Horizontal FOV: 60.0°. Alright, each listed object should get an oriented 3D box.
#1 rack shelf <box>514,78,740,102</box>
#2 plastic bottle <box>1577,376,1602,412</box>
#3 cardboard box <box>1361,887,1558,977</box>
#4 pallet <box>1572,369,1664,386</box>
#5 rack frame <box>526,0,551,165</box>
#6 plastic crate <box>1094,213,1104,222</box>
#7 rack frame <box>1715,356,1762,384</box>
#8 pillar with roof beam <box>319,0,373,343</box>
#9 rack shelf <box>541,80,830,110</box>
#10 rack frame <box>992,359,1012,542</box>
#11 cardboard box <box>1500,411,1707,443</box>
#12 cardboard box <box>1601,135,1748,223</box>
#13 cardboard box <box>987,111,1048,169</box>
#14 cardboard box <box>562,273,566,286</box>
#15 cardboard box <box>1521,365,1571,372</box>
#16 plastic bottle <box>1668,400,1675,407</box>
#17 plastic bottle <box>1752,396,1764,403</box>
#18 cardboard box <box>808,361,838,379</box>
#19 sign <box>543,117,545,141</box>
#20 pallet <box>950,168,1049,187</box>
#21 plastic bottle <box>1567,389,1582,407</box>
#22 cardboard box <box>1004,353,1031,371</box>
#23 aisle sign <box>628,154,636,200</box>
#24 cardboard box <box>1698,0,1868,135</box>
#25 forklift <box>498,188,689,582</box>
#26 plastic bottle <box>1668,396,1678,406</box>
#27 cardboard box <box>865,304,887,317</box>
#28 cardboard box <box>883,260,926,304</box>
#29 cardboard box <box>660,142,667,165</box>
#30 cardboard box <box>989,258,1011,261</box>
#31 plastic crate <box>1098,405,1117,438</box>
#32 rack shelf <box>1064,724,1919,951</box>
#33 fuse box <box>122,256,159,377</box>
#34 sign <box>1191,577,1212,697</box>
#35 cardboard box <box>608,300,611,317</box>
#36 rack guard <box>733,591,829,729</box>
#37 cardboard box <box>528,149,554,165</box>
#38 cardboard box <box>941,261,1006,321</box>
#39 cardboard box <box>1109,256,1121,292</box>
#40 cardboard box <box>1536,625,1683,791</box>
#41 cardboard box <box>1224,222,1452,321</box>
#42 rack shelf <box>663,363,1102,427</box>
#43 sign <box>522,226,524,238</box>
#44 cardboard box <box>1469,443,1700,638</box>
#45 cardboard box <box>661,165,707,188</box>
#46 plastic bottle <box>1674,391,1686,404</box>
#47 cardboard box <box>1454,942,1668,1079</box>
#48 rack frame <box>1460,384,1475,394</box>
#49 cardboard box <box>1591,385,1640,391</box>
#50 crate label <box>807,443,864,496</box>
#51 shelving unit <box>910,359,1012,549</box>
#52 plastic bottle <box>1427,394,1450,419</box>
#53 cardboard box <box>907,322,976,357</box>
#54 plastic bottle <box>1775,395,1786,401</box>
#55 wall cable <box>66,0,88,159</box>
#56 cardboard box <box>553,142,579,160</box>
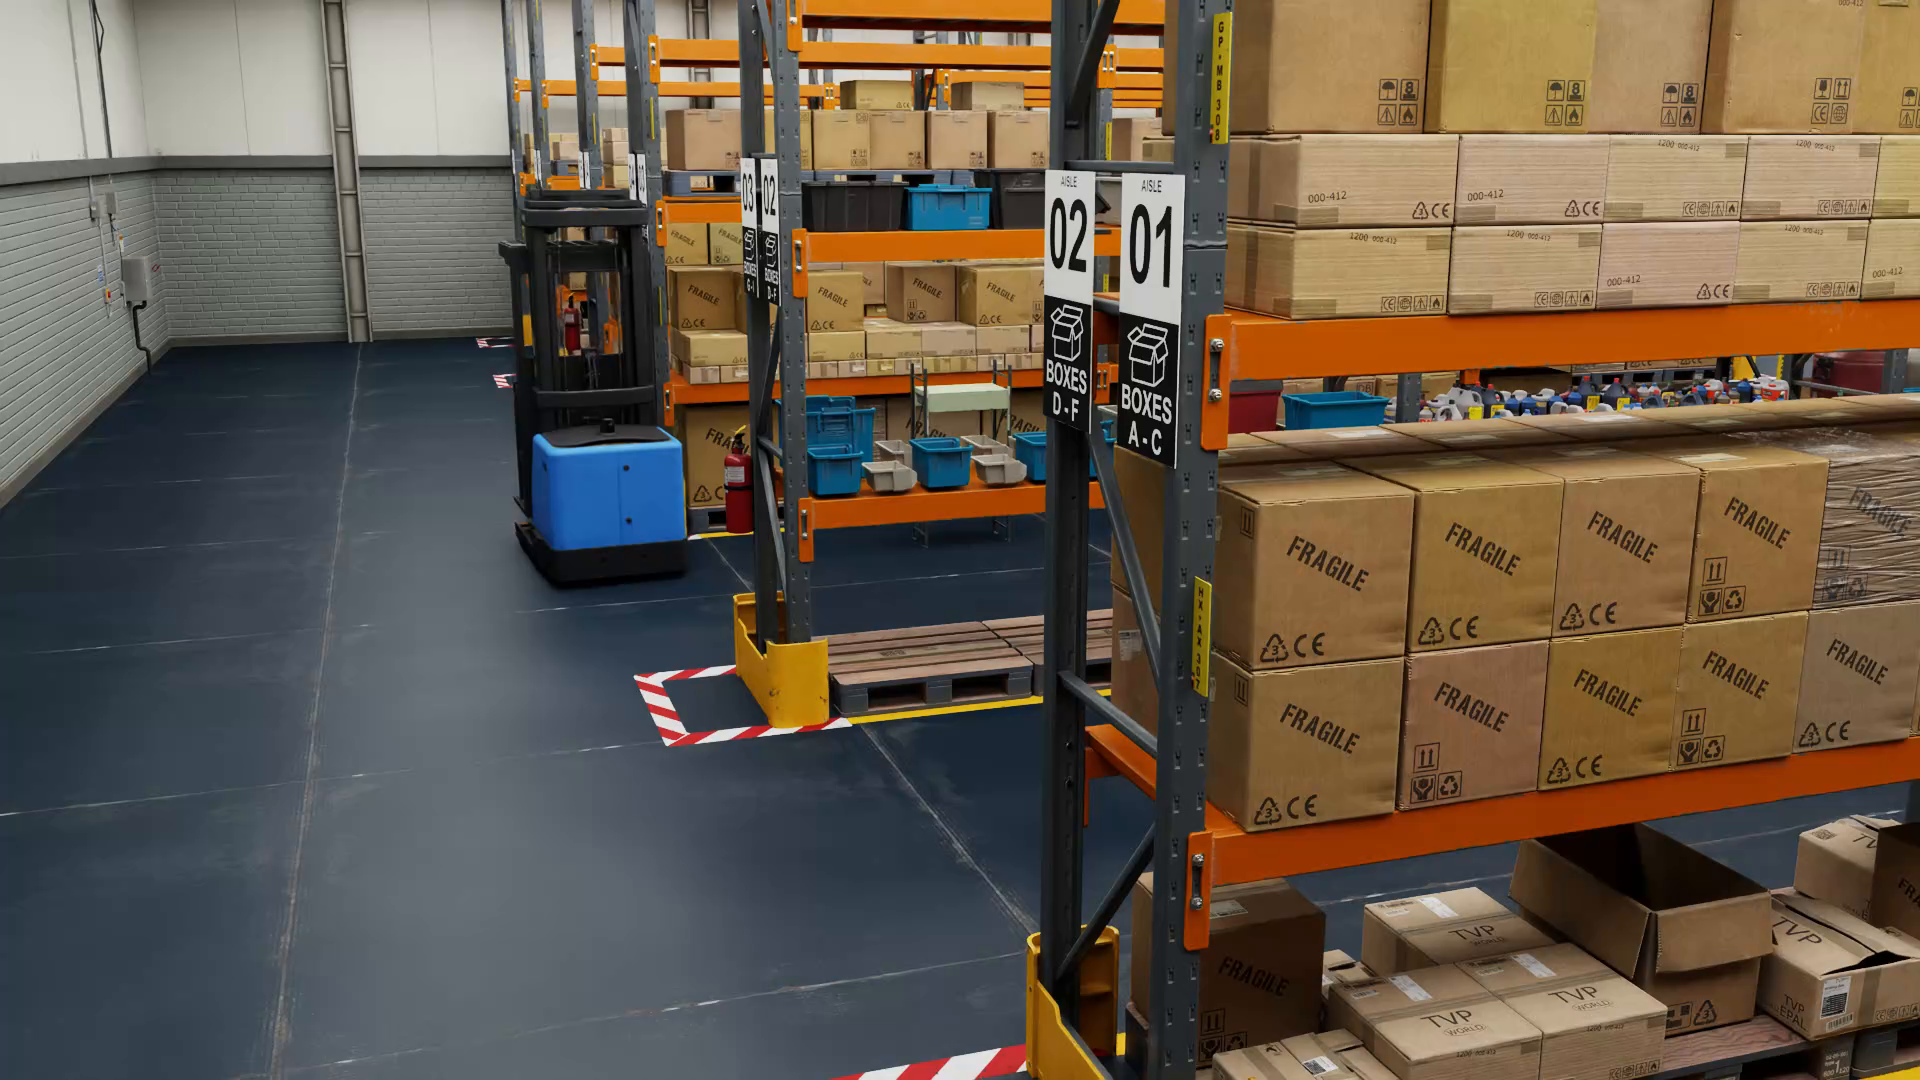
[{"bbox_3d":[-5.508,-7.576,28.110,4.000,0.370,1.077,-4,14,-18],"label":"rack shelf"},{"bbox_3d":[4.525,-1.006,11.996,0.185,0.351,0.144,-4,14,-18],"label":"plastic bottle"},{"bbox_3d":[1.847,1.539,6.182,0.500,0.250,0.500,-4,14,-18],"label":"cardboard box"},{"bbox_3d":[9.135,-2.354,23.584,1.213,0.211,1.003,-4,14,-18],"label":"pallet"},{"bbox_3d":[-5.817,-6.692,22.830,0.127,3.000,1.000,-4,14,-18],"label":"rack frame"},{"bbox_3d":[0.803,-2.052,10.373,0.530,0.136,0.437,-4,14,-18],"label":"plastic crate"},{"bbox_3d":[8.717,-2.486,18.110,0.127,3.000,1.000,-4,14,-18],"label":"rack frame"},{"bbox_3d":[-8.873,-6.835,23.431,0.400,9.000,9.100,-4,14,-18],"label":"pillar with roof beam"},{"bbox_3d":[-3.921,-6.295,23.580,4.000,0.370,1.077,-4,14,-18],"label":"rack shelf"},{"bbox_3d":[0.353,-0.757,14.085,0.023,1.500,0.400,-4,14,-18],"label":"rack frame"},{"bbox_3d":[2.289,-0.170,5.998,0.500,0.500,0.500,-4,14,-16],"label":"cardboard box"},{"bbox_3d":[2.018,-1.111,5.093,0.500,0.250,0.500,-4,14,-18],"label":"cardboard box"},{"bbox_3d":[0.412,-3.585,14.911,0.500,0.500,0.700,-5,14,-21],"label":"cardboard box"},{"bbox_3d":[-5.444,-3.916,23.907,0.500,0.500,0.500,-4,14,-18],"label":"cardboard box"},{"bbox_3d":[7.849,-2.783,23.043,0.875,0.875,0.875,-4,14,-17],"label":"cardboard box"},{"bbox_3d":[4.874,-0.816,11.344,0.133,0.283,0.061,-4,14,-18],"label":"plastic bottle"},{"bbox_3d":[5.555,-0.868,11.587,0.097,0.271,0.097,0,13,0],"label":"plastic bottle"},{"bbox_3d":[-1.241,-1.508,14.543,0.250,0.149,0.380,-5,14,-19],"label":"cardboard box"},{"bbox_3d":[-5.645,-5.574,22.554,0.005,0.325,0.100,-4,14,-18],"label":"sign"},{"bbox_3d":[0.356,-3.253,15.047,1.213,0.211,1.003,-4,14,-18],"label":"pallet"},{"bbox_3d":[4.404,-0.949,11.927,0.097,0.271,0.097,0,13,0],"label":"plastic bottle"},{"bbox_3d":[0.463,-1.641,15.101,0.250,0.149,0.380,-5,14,-19],"label":"cardboard box"},{"bbox_3d":[-2.820,-2.925,14.340,0.004,0.787,0.394,-4,14,-18],"label":"aisle sign"},{"bbox_3d":[2.426,-1.558,5.352,0.500,0.500,0.700,-4,14,-18],"label":"cardboard box"},{"bbox_3d":[-3.133,-1.406,13.721,1.130,2.935,3.031,-5,14,-22],"label":"forklift"},{"bbox_3d":[4.954,-0.858,11.518,0.133,0.283,0.061,-4,14,-18],"label":"plastic bottle"},{"bbox_3d":[-1.029,-2.746,19.749,0.250,0.149,0.380,-4,14,-16],"label":"cardboard box"},{"bbox_3d":[-0.719,-3.086,19.776,0.500,0.500,0.500,-4,14,-18],"label":"cardboard box"},{"bbox_3d":[-3.149,-4.339,18.664,0.500,0.250,0.500,-5,14,-19],"label":"cardboard box"},{"bbox_3d":[0.431,-3.312,19.935,0.250,0.149,0.380,-4,14,-17],"label":"cardboard box"},{"bbox_3d":[1.209,-0.708,10.764,0.530,0.282,0.437,-4,14,-18],"label":"plastic crate"},{"bbox_3d":[2.395,0.775,5.955,4.000,0.370,1.077,-4,14,-18],"label":"rack shelf"},{"bbox_3d":[-11.685,-3.197,23.885,0.414,1.711,0.539,-4,14,-18],"label":"fuse box"},{"bbox_3d":[0.673,0.271,4.651,0.005,0.325,0.100,-4,14,-18],"label":"sign"},{"bbox_3d":[-5.971,-3.929,28.673,0.500,0.500,0.700,-4,14,-16],"label":"cardboard box"},{"bbox_3d":[-1.095,0.707,10.090,0.348,0.500,1.175,-4,14,-18],"label":"rack guard"},{"bbox_3d":[-6.896,-6.366,27.622,0.500,0.250,0.500,-5,14,-19],"label":"cardboard box"},{"bbox_3d":[0.130,-2.318,15.466,0.500,0.500,0.500,-4,14,-18],"label":"cardboard box"},{"bbox_3d":[1.738,-2.481,15.706,0.637,0.503,0.797,-5,14,-20],"label":"cardboard box"},{"bbox_3d":[1.968,0.474,5.453,0.500,0.500,0.500,-4,14,-18],"label":"cardboard box"},{"bbox_3d":[1.068,-0.795,4.847,0.500,0.250,0.500,-4,14,-18],"label":"cardboard box"},{"bbox_3d":[-0.761,-1.398,15.091,4.000,0.370,1.077,-4,14,-18],"label":"rack shelf"},{"bbox_3d":[-7.230,-5.164,27.500,0.005,0.325,0.100,-4,14,-18],"label":"sign"},{"bbox_3d":[1.973,-0.013,5.339,0.500,0.500,0.500,-4,14,-17],"label":"cardboard box"},{"bbox_3d":[-3.135,-4.097,18.725,0.500,0.250,0.500,-4,14,-16],"label":"cardboard box"},{"bbox_3d":[5.309,-1.000,12.293,0.097,0.201,0.097,0,13,0],"label":"plastic bottle"},{"bbox_3d":[2.053,1.645,5.736,0.500,0.250,0.500,-4,14,-18],"label":"cardboard box"},{"bbox_3d":[4.926,-2.190,16.869,0.127,3.000,1.000,-4,14,-18],"label":"rack frame"},{"bbox_3d":[7.140,-1.370,17.873,0.500,0.500,0.700,-6,15,-23],"label":"cardboard box"},{"bbox_3d":[-0.737,-0.407,9.606,0.303,0.233,0.416,-4,14,-18],"label":"crate label"},{"bbox_3d":[0.006,-0.730,13.971,0.755,1.500,0.431,-4,14,-18],"label":"shelving unit"},{"bbox_3d":[3.331,-0.875,11.609,0.135,0.276,0.152,-4,14,-18],"label":"plastic bottle"},{"bbox_3d":[-0.173,-1.800,14.911,0.500,0.250,0.500,-4,14,-17],"label":"cardboard box"},{"bbox_3d":[5.740,-0.882,11.647,0.097,0.271,0.097,0,13,0],"label":"plastic bottle"},{"bbox_3d":[-11.118,-6.210,20.806,0.029,3.000,0.463,-4,14,-18],"label":"wall cable"},{"bbox_3d":[-5.419,-5.466,23.357,0.500,0.250,0.500,-6,15,-23],"label":"cardboard box"}]
